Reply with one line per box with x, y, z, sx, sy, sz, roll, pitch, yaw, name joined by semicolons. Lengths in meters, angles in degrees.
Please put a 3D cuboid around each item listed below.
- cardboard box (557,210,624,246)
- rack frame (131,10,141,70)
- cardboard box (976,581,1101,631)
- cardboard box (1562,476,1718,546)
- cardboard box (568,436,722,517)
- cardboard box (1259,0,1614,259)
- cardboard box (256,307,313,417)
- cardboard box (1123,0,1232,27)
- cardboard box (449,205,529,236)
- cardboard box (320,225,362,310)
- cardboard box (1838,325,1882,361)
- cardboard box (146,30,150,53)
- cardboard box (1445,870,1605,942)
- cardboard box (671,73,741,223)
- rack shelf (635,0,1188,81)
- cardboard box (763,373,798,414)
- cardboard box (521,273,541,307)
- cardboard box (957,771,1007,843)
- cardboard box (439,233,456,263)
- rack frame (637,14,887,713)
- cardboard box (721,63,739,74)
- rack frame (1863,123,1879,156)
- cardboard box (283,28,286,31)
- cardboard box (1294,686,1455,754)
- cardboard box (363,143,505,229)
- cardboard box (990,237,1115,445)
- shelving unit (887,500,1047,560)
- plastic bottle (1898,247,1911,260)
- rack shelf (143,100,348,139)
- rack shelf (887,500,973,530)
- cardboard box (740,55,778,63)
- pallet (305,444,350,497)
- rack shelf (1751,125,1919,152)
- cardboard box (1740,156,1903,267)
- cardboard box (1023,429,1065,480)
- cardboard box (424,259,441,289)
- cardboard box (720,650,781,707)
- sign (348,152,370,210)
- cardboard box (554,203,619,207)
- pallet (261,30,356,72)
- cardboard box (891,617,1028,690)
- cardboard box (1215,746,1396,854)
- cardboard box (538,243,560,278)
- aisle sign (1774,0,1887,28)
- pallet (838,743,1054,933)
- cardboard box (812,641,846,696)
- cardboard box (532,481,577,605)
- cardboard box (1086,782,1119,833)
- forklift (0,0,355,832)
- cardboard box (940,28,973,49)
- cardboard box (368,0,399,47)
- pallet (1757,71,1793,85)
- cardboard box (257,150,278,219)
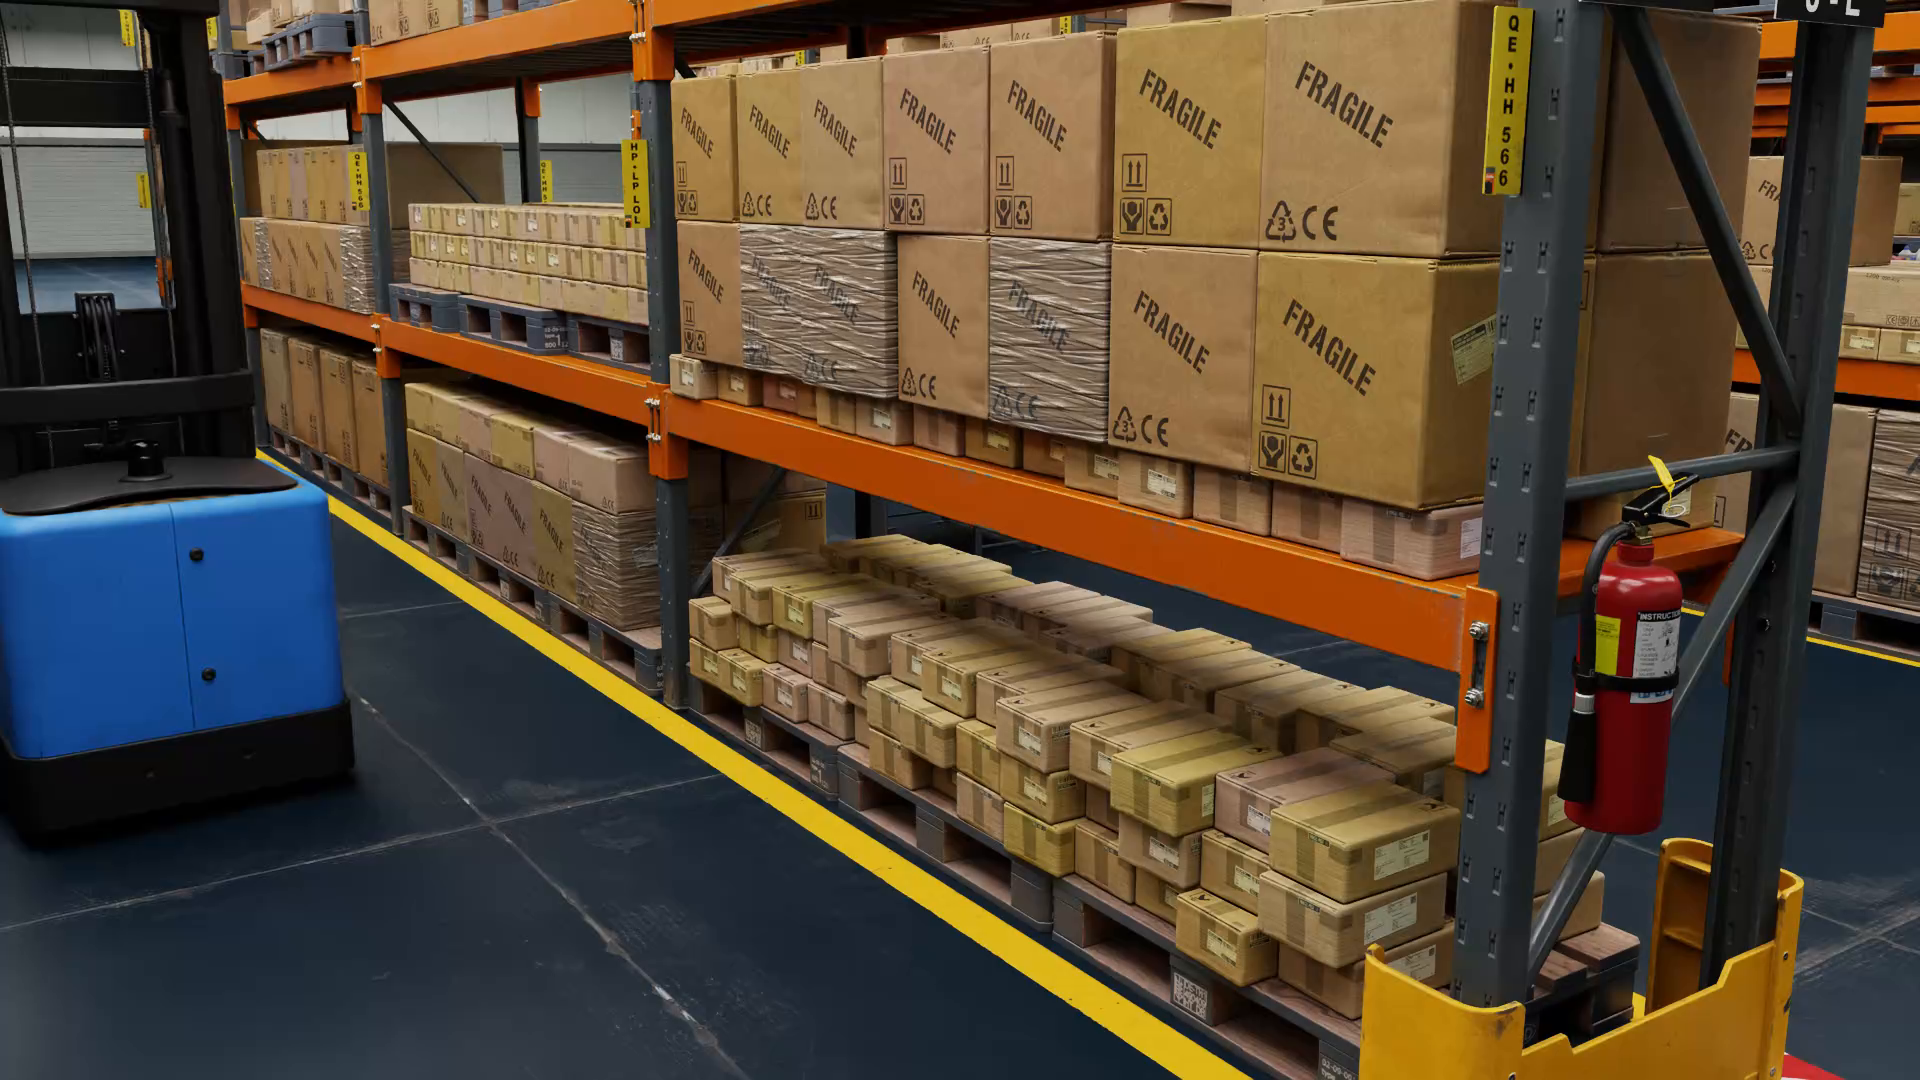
-1.581;-1.402;7.463;0.380;0.149;0.250;-8;15;-33;cardboard box
-7.408;-5.905;15.800;1.000;3.000;0.127;-8;15;-33;rack frame
0.279;0.266;5.921;0.380;0.149;0.250;-9;15;-35;cardboard box
1.550;-0.102;3.896;0.380;0.149;0.250;-8;15;-33;cardboard box
-1.383;-0.293;7.292;0.500;0.250;0.500;-9;15;-34;cardboard box
0.996;-0.863;3.517;0.500;0.500;0.500;-8;15;-34;cardboard box
-5.482;-1.550;13.919;0.875;0.875;0.875;-8;15;-32;cardboard box
1.607;-3.741;11.704;0.797;0.503;0.637;-7;14;-29;cardboard box
-2.451;-1.681;8.738;0.380;0.149;0.250;-9;15;-35;cardboard box
-3.724;-1.737;10.551;0.500;0.500;0.500;-8;15;-33;cardboard box
4.178;-0.917;7.623;0.380;0.149;0.250;-9;15;-34;cardboard box
-7.072;-4.559;15.105;0.500;0.250;0.500;-8;15;-33;cardboard box
1.433;0.928;4.288;0.380;0.149;0.250;-8;15;-32;cardboard box
-0.712;-1.414;6.033;0.500;0.500;0.500;-8;14;-31;cardboard box
0.349;-1.598;4.811;1.077;0.370;4.000;-8;15;-33;rack shelf
-0.478;-0.550;5.943;0.380;0.149;0.250;-9;15;-35;cardboard box
-1.869;-1.201;7.937;0.380;0.149;0.250;-7;14;-30;cardboard box
0.214;0.768;5.020;0.380;0.149;0.250;-8;15;-32;cardboard box
-2.572;-1.574;8.948;0.380;0.149;0.250;-9;15;-35;cardboard box
-0.759;-0.840;6.681;1.000;3.000;0.127;-8;15;-33;rack frame
-2.162;-4.676;16.620;0.380;0.149;0.250;-7;14;-30;cardboard box
9.458;-3.292;17.896;1.000;3.000;0.127;-8;15;-33;rack frame
-4.331;-3.559;11.189;0.396;0.266;0.258;-8;15;-33;cardboard box
1.164;0.540;4.668;0.380;0.149;0.250;-8;15;-33;cardboard box
-3.216;-2.170;10.188;0.700;0.500;0.500;-8;15;-33;cardboard box
0.424;-0.553;4.441;0.500;0.500;0.500;-8;15;-33;cardboard box
0.004;-0.548;9.736;0.538;1.125;1.048;-8;15;-33;shelving unit
7.365;-2.149;12.968;0.097;0.271;0.097;0;12;0;plastic bottle
-6.300;-3.732;14.571;1.077;0.370;4.000;-8;15;-33;rack shelf
0.004;-0.309;9.788;0.538;0.278;1.000;-8;15;-33;rack shelf
-2.153;-5.201;17.503;0.500;0.500;0.500;-8;15;-33;cardboard box
-4.021;-0.555;11.906;1.003;0.211;1.213;-8;15;-33;pallet
12.472;-5.349;21.963;1.077;0.370;4.000;-8;15;-33;rack shelf
4.037;-1.552;7.835;0.500;0.500;0.500;-9;15;-35;cardboard box
0.401;-0.270;4.663;0.380;0.149;0.250;-9;15;-35;cardboard box
-2.747;-1.483;9.225;0.380;0.149;0.250;-7;14;-30;cardboard box
-0.678;0.498;6.255;0.380;0.149;0.250;-8;14;-31;cardboard box
-3.436;-2.051;9.508;0.100;0.325;0.005;-8;15;-33;sign
-2.040;-1.800;9.284;0.380;0.149;0.250;-8;14;-31;cardboard box
-3.999;-3.231;11.037;1.003;0.211;1.213;-7;14;-30;pallet
0.000;0.375;5.422;0.380;0.149;0.250;-9;15;-35;cardboard box
0.861;0.653;4.153;0.380;0.149;0.250;-8;15;-32;cardboard box
-1.724;-1.301;7.698;0.380;0.149;0.250;-9;15;-36;cardboard box
1.747;-1.421;3.254;0.394;0.787;0.004;-8;15;-33;aisle sign
0.322;0.855;5.459;1.003;0.211;1.213;-8;15;-33;pallet
-0.298;0.426;5.884;0.380;0.149;0.250;-9;15;-36;cardboard box
-1.663;-0.017;7.787;0.500;0.500;0.500;-9;15;-34;cardboard box
0.574;0.701;4.627;0.380;0.149;0.250;-8;15;-33;cardboard box
-3.413;-0.753;6.443;1.130;2.935;3.031;-9;15;-35;forklift
0.182;-4.114;13.227;0.500;0.500;0.500;-8;15;-32;cardboard box
-2.881;-2.933;8.995;0.500;0.500;0.500;-8;15;-33;cardboard box
6.402;-3.698;13.170;1.003;0.211;1.213;-8;15;-33;pallet
-4.912;-2.712;12.670;0.700;0.500;0.500;-8;15;-34;cardboard box
